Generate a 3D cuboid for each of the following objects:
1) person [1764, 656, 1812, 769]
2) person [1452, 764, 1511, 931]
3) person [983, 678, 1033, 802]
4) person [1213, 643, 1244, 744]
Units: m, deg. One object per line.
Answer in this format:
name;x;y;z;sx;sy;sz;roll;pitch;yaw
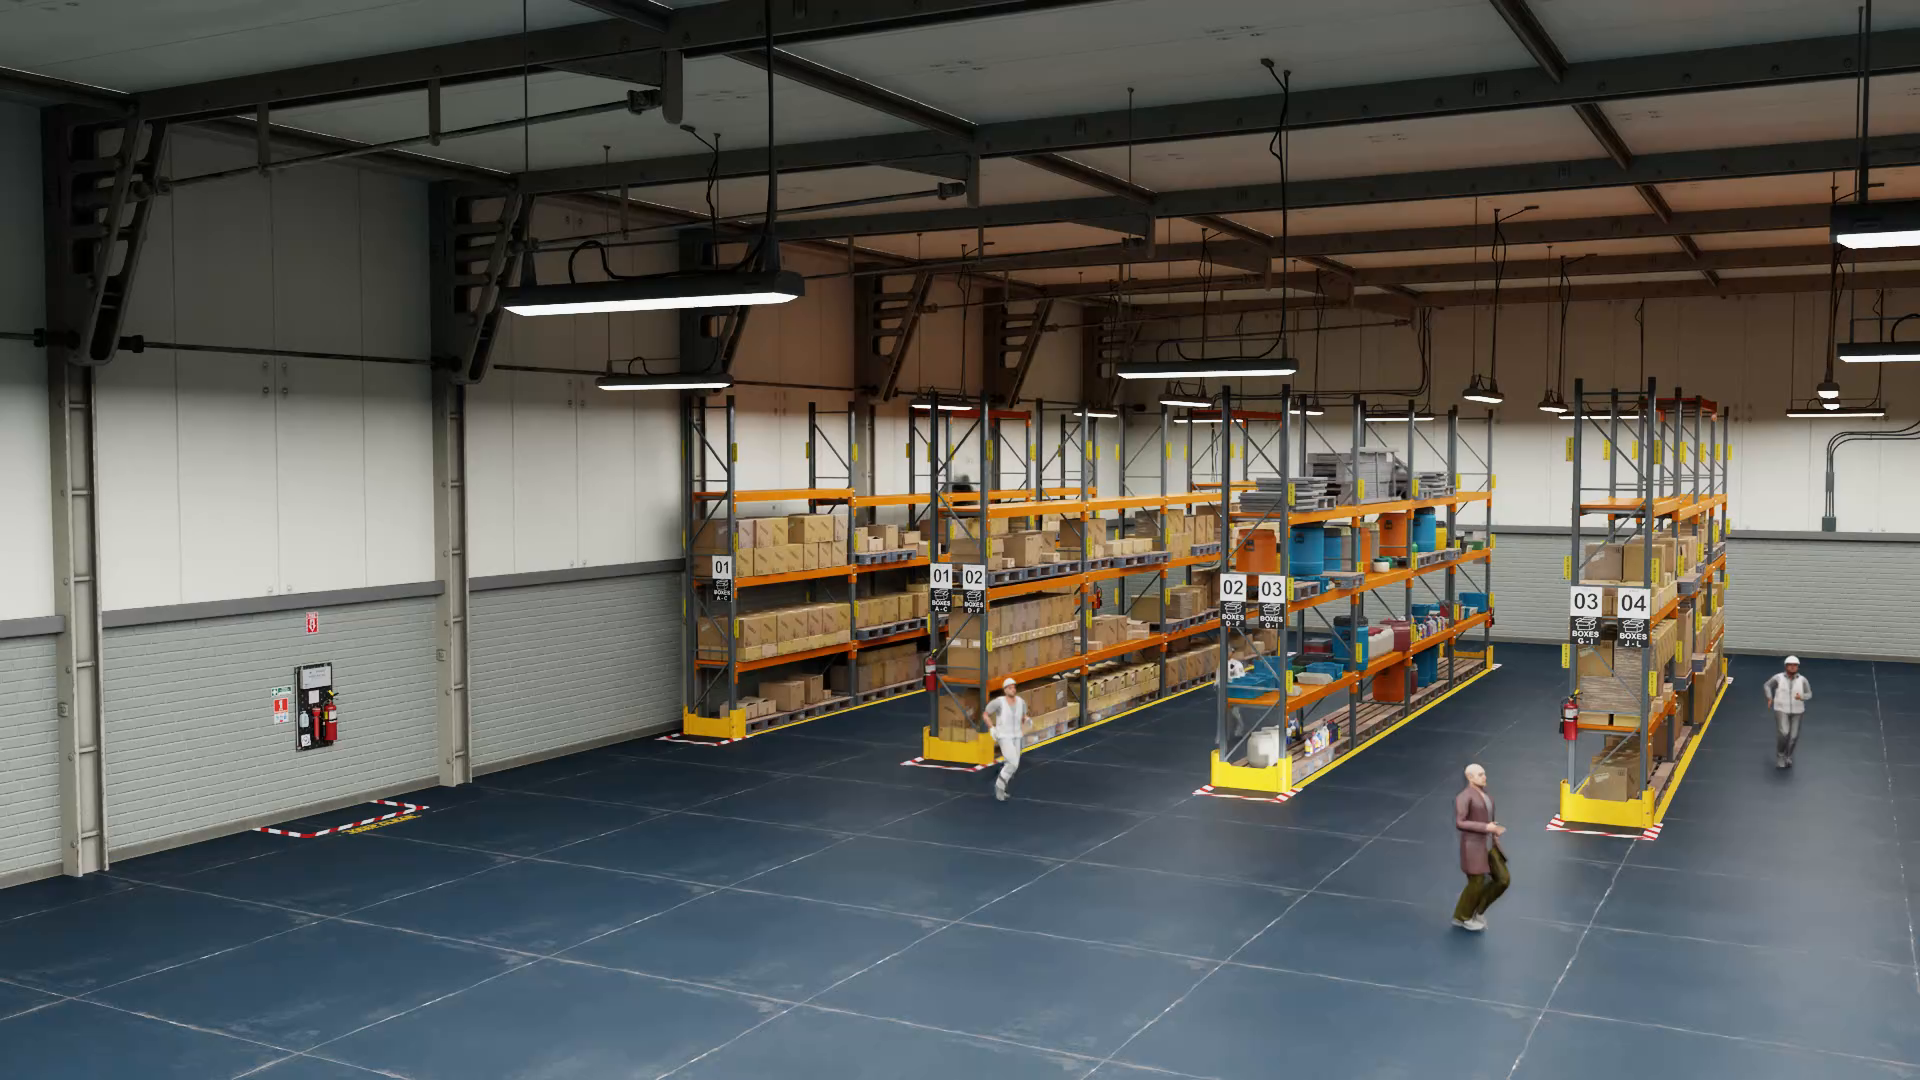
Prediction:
person;13.146;2.734;26.368;0.640;1.795;0.696;1;3;14
person;5.441;3.214;17.278;0.694;1.765;0.675;-2;4;-39
person;0.740;2.862;23.823;0.624;1.770;0.665;-2;4;-34
person;4.643;2.620;28.732;0.610;1.686;0.936;2;3;29
